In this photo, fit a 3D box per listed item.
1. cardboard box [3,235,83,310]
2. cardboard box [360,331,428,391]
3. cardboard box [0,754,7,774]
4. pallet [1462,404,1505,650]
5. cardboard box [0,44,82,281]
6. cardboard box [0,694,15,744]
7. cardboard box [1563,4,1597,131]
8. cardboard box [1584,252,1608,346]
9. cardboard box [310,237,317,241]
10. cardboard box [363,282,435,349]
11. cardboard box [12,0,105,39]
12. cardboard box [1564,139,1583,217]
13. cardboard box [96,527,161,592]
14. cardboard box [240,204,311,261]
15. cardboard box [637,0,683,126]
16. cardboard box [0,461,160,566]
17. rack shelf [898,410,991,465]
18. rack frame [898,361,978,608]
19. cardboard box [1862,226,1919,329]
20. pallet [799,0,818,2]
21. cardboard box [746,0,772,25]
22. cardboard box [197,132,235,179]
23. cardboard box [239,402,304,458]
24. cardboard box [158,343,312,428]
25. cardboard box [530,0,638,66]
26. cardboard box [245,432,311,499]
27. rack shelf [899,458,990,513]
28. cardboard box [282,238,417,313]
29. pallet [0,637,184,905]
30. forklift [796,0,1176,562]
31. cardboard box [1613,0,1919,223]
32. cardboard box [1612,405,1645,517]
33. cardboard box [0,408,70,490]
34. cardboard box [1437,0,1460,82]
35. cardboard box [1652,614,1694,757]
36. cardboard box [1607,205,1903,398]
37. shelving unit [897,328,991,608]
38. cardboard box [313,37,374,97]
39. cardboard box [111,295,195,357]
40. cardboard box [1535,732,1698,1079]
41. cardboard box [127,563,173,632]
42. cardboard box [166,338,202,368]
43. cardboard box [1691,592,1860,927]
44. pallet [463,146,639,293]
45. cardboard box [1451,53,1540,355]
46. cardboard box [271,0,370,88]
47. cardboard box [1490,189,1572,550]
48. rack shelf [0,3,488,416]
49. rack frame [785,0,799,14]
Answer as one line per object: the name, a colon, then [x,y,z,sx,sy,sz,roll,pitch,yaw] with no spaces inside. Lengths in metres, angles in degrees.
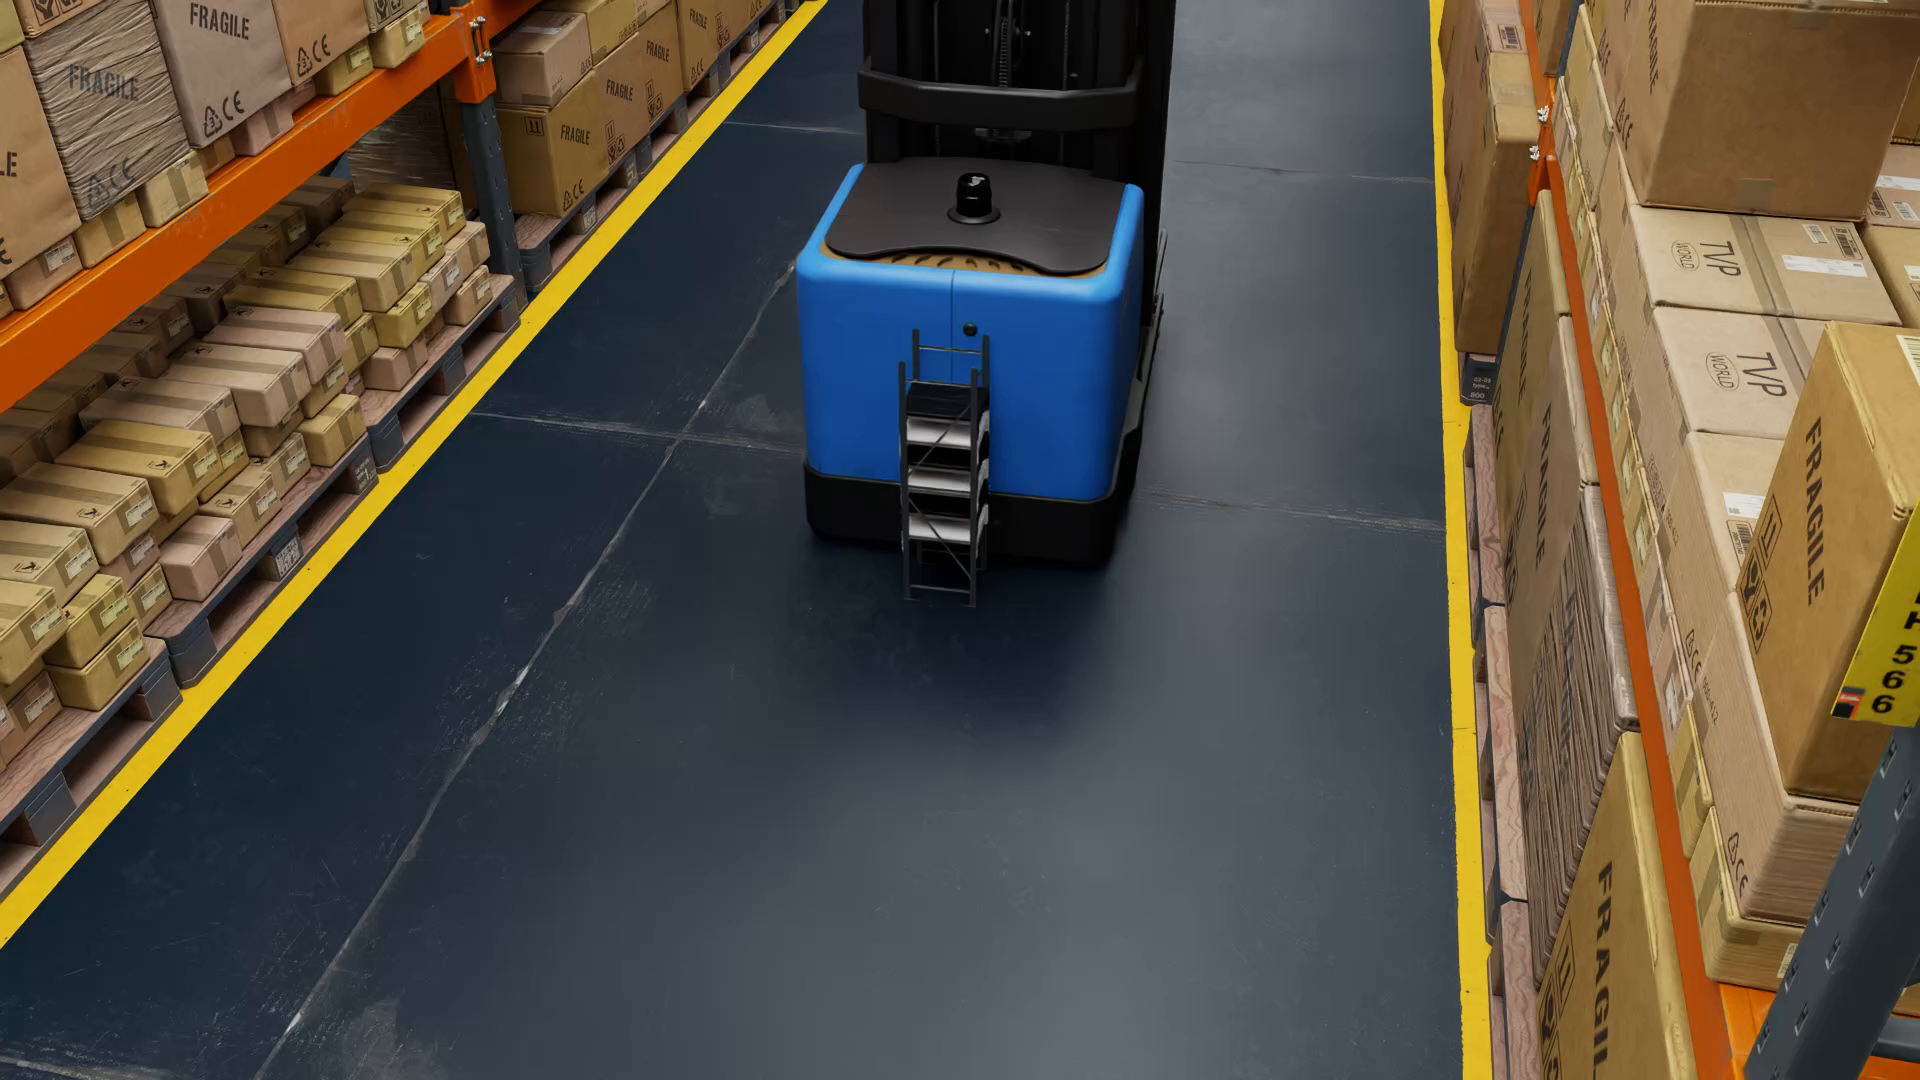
cardboard box: [-2.609,-0.752,4.445,0.380,0.149,0.250,7,36,9]
cardboard box: [-2.232,-0.697,6.227,0.380,0.149,0.250,6,36,8]
cardboard box: [-2.805,0.610,4.424,0.380,0.149,0.250,7,37,10]
pallet: [2.234,-0.012,5.587,1.003,0.211,1.213,7,37,10]
cardboard box: [-2.633,-0.927,4.134,0.500,0.500,0.500,8,37,11]
cardboard box: [-2.729,0.492,4.333,0.380,0.149,0.250,7,37,10]
cardboard box: [2.117,-1.391,4.987,0.500,0.250,0.500,7,36,9]
cardboard box: [1.808,-0.595,4.229,0.380,0.149,0.250,8,37,11]
cardboard box: [-2.741,-1.216,6.689,0.380,0.149,0.250,9,37,12]
cardboard box: [-2.193,-0.850,6.185,0.380,0.149,0.250,6,36,8]
cardboard box: [-2.510,-1.622,4.241,0.500,0.500,0.500,6,36,8]
cardboard box: [1.973,-1.036,4.838,0.380,0.149,0.250,8,37,11]
cardboard box: [-2.639,0.043,4.953,0.380,0.149,0.250,6,36,8]
cardboard box: [-2.744,-1.182,6.389,0.380,0.149,0.250,9,37,12]
cardboard box: [-1.724,-2.401,8.279,0.500,0.500,0.500,8,37,11]
cardboard box: [-2.601,-0.080,4.869,0.380,0.149,0.250,9,37,12]
rack shelf: [-0.047,-0.333,5.192,0.258,0.077,0.200,6,36,8]
rack frame: [-0.065,-0.155,5.197,0.240,0.900,0.006,6,36,8]
cardboard box: [2.307,-0.462,3.705,0.500,0.250,0.500,7,36,9]
pallet: [-1.255,-3.854,10.887,1.003,0.211,1.213,7,37,10]
cardboard box: [-1.382,-3.288,9.503,0.500,0.500,0.500,7,37,10]
cardboard box: [-2.462,-1.202,5.066,0.380,0.149,0.250,7,36,9]
cardboard box: [-2.455,-0.419,5.590,0.380,0.149,0.250,6,36,8]
cardboard box: [-2.380,-0.510,5.462,0.380,0.149,0.250,6,36,8]
cardboard box: [-1.824,-2.405,7.645,0.500,0.250,0.500,8,37,11]
cardboard box: [-2.444,-0.261,5.625,0.380,0.149,0.250,8,37,11]
rack shelf: [-0.047,-0.187,5.298,0.258,0.077,0.200,6,36,8]
cardboard box: [-2.235,-0.972,6.100,0.380,0.149,0.250,7,37,10]
pallet: [-2.981,0.670,4.645,1.003,0.211,1.213,7,37,10]
forklift: [0.245,-1.973,5.975,1.130,2.935,3.031,6,36,8]
cardboard box: [1.902,-1.108,3.958,0.500,0.500,0.500,6,36,8]
cardboard box: [1.644,-0.152,3.618,0.380,0.149,0.250,7,37,10]
cardboard box: [-3.014,-0.286,5.153,0.380,0.149,0.250,6,36,8]
cardboard box: [3.160,-2.777,8.479,1.225,0.875,0.875,6,36,8]
cardboard box: [1.482,0.288,3.010,0.380,0.149,0.250,7,37,10]
cardboard box: [1.787,-0.527,3.795,0.500,0.250,0.500,7,37,10]
shelving unit: [-0.047,-0.214,5.278,0.258,0.900,0.210,6,36,8]
cardboard box: [-2.247,-1.645,5.678,0.380,0.149,0.250,9,37,12]
cardboard box: [-2.917,-0.742,5.783,0.380,0.149,0.250,8,37,11]
cardboard box: [1.677,1.039,3.213,0.875,0.875,0.875,7,37,10]
cardboard box: [-2.635,0.176,5.023,0.380,0.149,0.250,7,37,10]
cardboard box: [-2.866,-0.606,5.848,0.380,0.149,0.250,9,37,12]
cardboard box: [1.463,0.355,2.579,0.500,0.250,0.500,7,36,9]
pallet: [-2.186,-1.565,7.729,1.003,0.211,1.213,7,37,10]
cardboard box: [2.590,-1.247,6.367,1.225,0.875,0.875,7,37,10]
cardboard box: [-2.290,-1.798,5.336,0.500,0.500,0.500,6,36,9]
cardboard box: [2.254,-0.509,5.349,0.875,0.875,0.875,7,37,10]
rack shelf: [-2.778,-0.809,4.924,1.077,0.370,4.000,7,37,10]
rack frame: [-1.497,-4.540,9.458,1.000,3.000,0.127,7,37,10]
